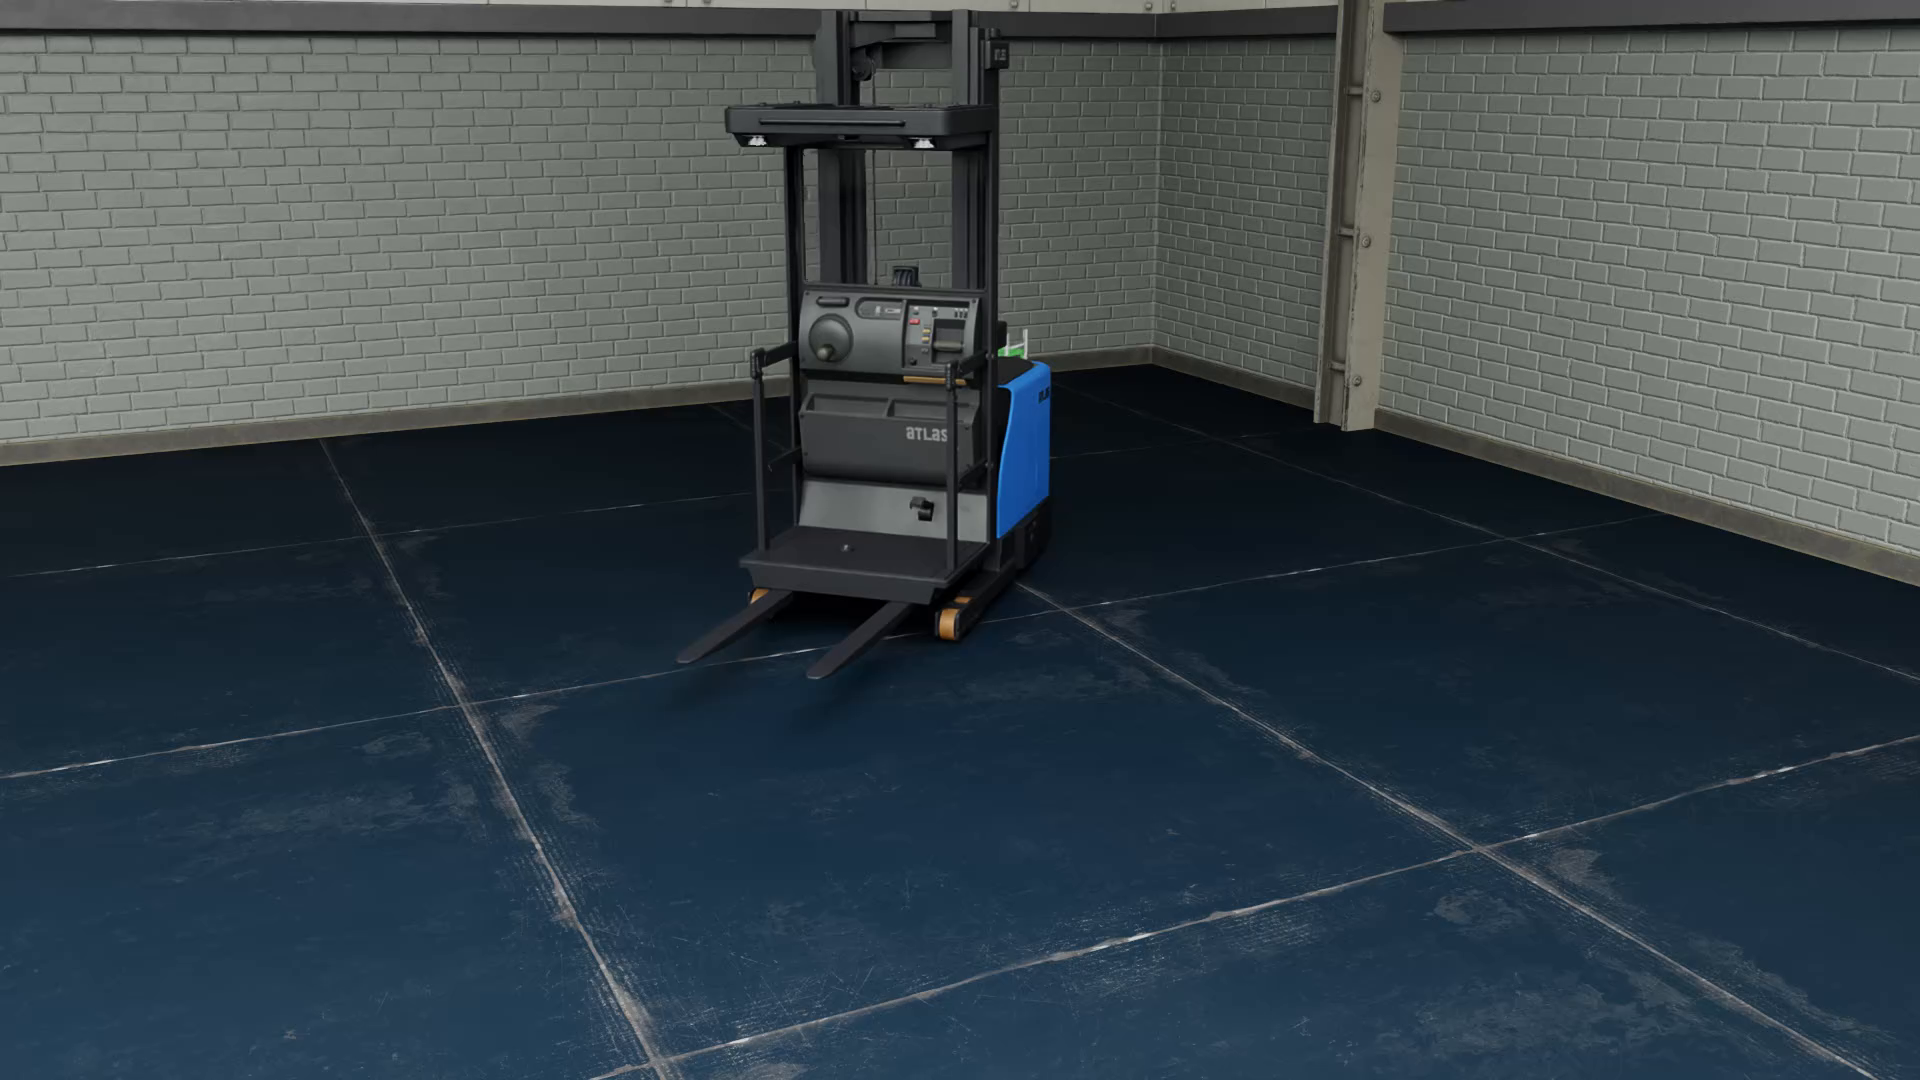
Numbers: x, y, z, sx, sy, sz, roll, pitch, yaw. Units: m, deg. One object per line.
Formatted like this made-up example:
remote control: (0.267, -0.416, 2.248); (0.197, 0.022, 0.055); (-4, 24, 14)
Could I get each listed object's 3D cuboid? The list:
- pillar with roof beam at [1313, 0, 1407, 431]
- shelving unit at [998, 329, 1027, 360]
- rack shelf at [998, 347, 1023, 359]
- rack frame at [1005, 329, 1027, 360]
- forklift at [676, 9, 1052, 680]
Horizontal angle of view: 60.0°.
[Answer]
pillar with roof beam: (-0.894, -4.697, 9.806); (9.100, 9.000, 0.400); (-8, 18, -25)
shelving unit: (0.115, -0.658, 9.869); (0.503, 1.200, 0.258); (9, 18, 30)
rack shelf: (0.115, -1.058, 9.754); (0.480, 0.148, 0.258); (9, 18, 30)
rack frame: (0.325, -0.624, 9.748); (0.015, 1.200, 0.240); (9, 18, 30)
forklift: (-0.424, -1.042, 8.067); (1.130, 2.935, 3.031); (5, 17, 18)
